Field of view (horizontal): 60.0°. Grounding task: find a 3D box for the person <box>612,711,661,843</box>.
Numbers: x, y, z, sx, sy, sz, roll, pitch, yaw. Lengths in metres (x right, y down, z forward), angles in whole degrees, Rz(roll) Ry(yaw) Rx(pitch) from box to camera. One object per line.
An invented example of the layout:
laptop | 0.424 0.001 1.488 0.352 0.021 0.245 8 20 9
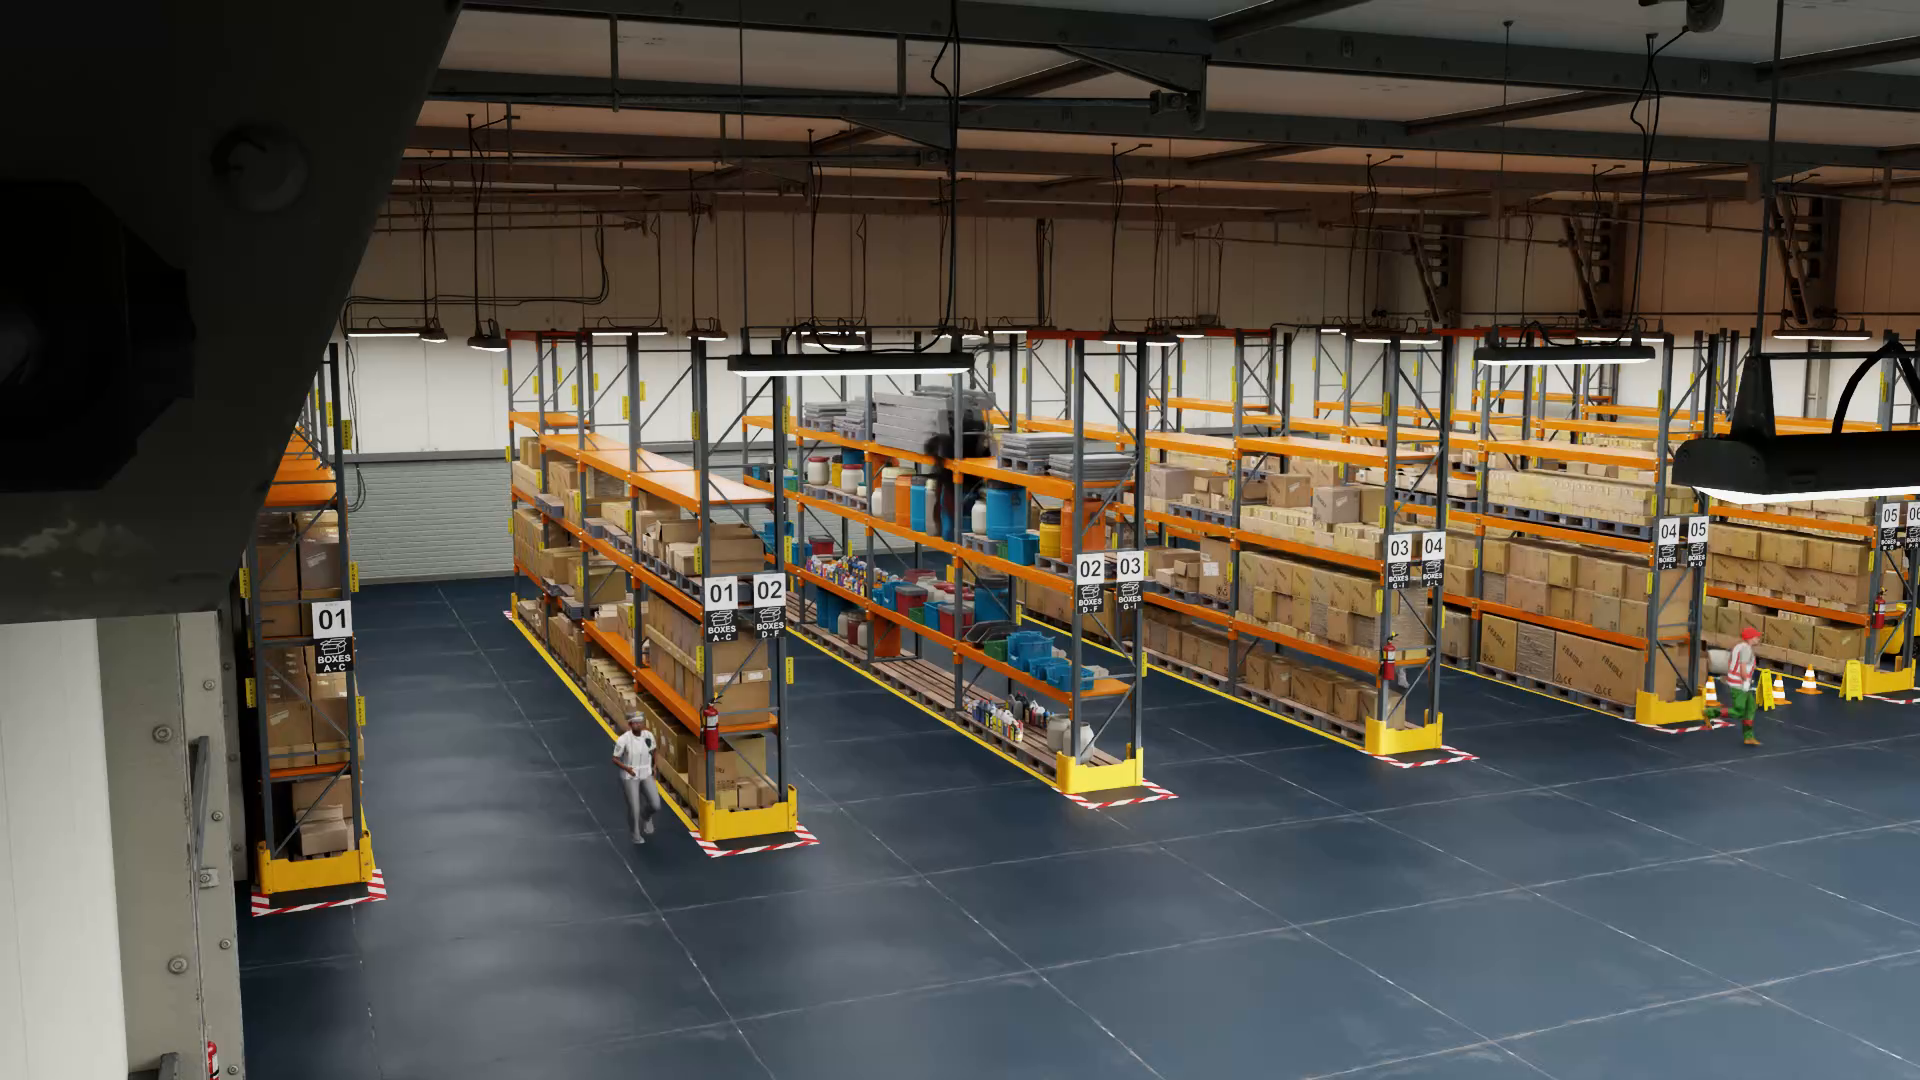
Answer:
person | -3.829 2.840 19.845 0.602 1.633 0.560 -4 9 -27

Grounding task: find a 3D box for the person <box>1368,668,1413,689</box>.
person | 7.347 1.599 28.377 0.694 1.777 1.001 -5 9 -32

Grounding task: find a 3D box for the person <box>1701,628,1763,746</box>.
person | 11.443 2.158 24.544 0.870 1.757 0.662 2 8 14
